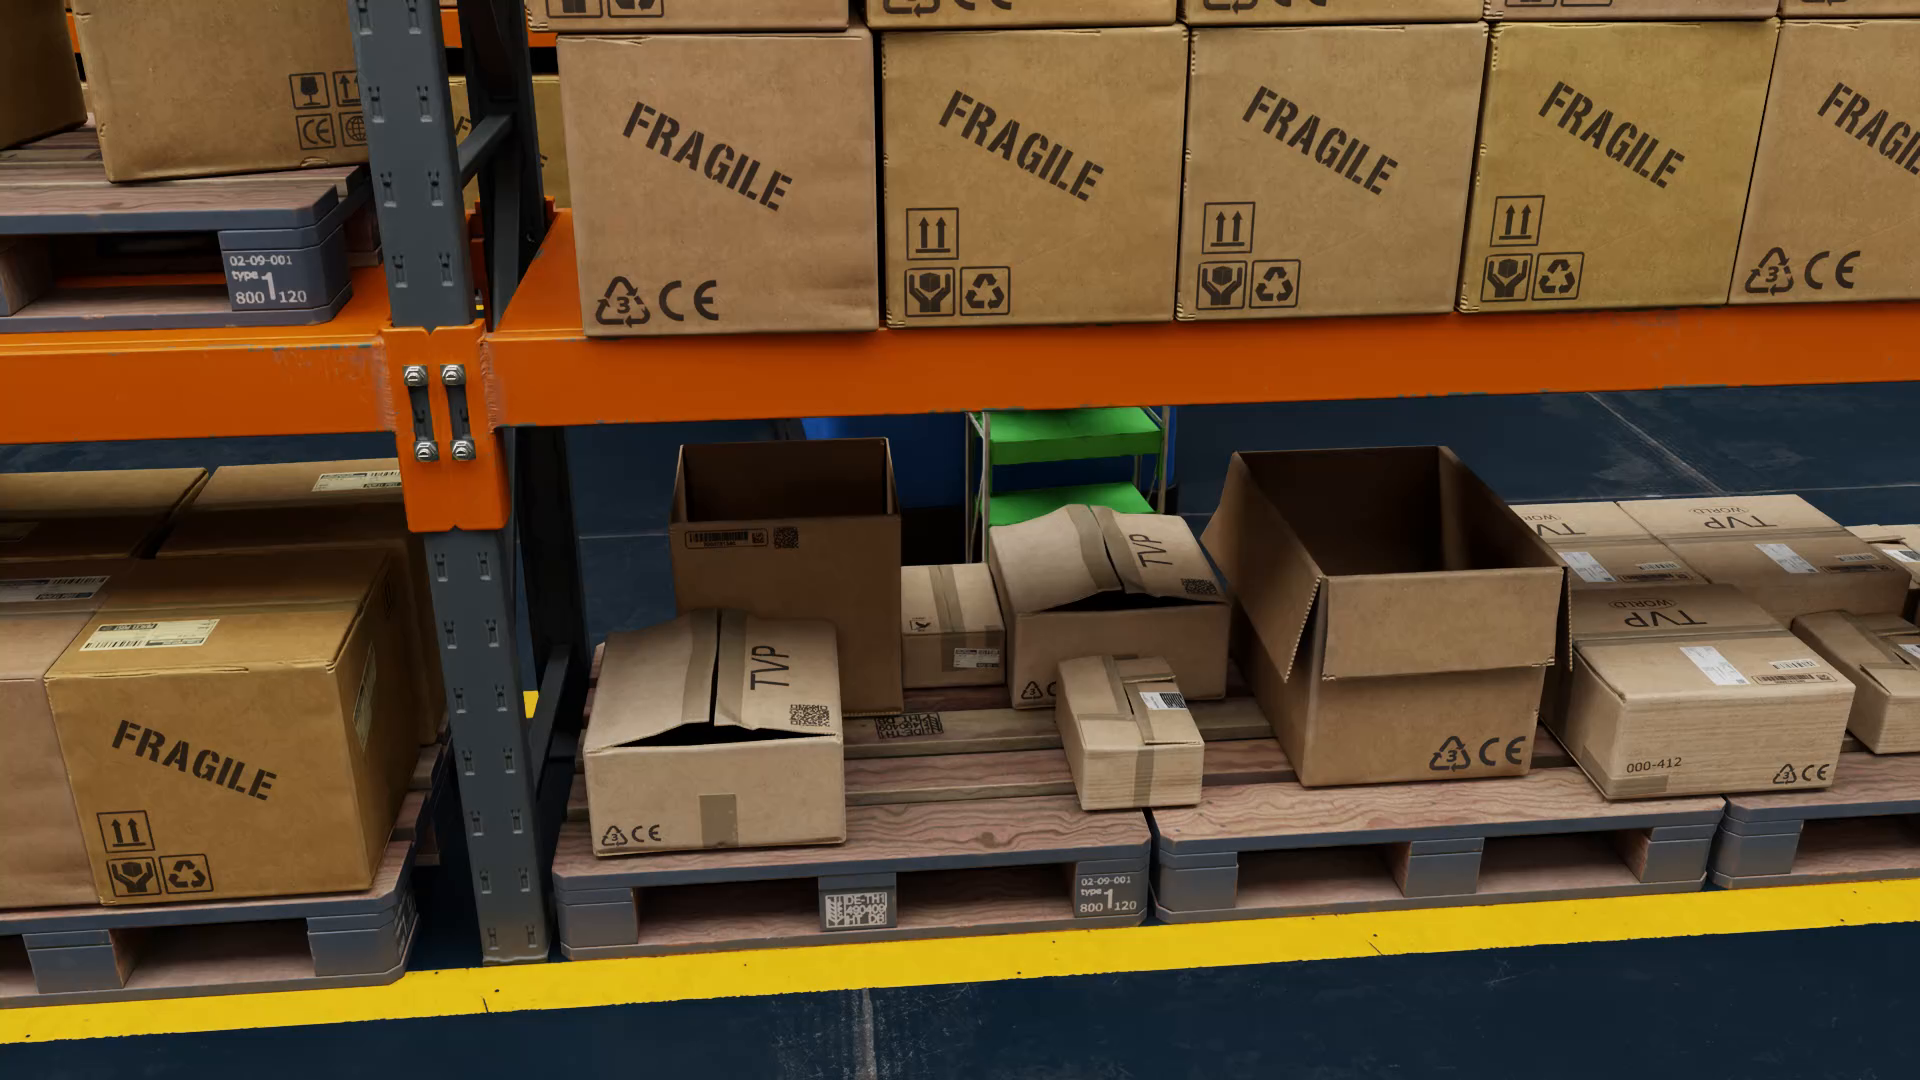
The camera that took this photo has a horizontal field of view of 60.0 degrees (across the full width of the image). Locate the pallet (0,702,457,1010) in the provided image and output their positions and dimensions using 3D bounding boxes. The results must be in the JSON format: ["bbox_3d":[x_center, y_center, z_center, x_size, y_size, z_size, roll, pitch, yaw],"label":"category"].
[{"bbox_3d":[-1.745,0.601,3.637,1.213,0.211,1.003,-2,24,-5],"label":"pallet"}]

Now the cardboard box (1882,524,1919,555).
[{"bbox_3d":[2.590,0.099,4.302,0.250,0.149,0.380,-2,24,-5],"label":"cardboard box"}]

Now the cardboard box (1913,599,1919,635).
[{"bbox_3d":[2.524,0.182,3.683,0.500,0.500,0.500,-2,24,-5],"label":"cardboard box"}]

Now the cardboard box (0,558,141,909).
[{"bbox_3d":[-1.895,0.372,3.255,0.500,0.500,0.500,-2,24,-5],"label":"cardboard box"}]

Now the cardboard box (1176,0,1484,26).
[{"bbox_3d":[0.582,-1.169,2.834,0.500,0.500,0.500,-3,24,-7],"label":"cardboard box"}]

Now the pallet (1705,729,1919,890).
[{"bbox_3d":[2.172,0.429,4.025,1.213,0.211,1.003,-2,24,-5],"label":"pallet"}]

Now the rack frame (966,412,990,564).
[{"bbox_3d":[0.047,-0.300,4.447,0.015,1.200,0.240,-5,24,-11],"label":"rack frame"}]

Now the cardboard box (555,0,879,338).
[{"bbox_3d":[-0.406,-0.677,2.956,0.500,0.500,0.500,-2,24,-4],"label":"cardboard box"}]

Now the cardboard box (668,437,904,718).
[{"bbox_3d":[-0.401,0.083,3.906,0.500,0.500,0.500,-2,24,-5],"label":"cardboard box"}]

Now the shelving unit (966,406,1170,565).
[{"bbox_3d":[0.286,-0.320,4.493,0.503,1.200,0.258,-5,24,-11],"label":"shelving unit"}]

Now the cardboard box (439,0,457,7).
[{"bbox_3d":[-2.250,-2.477,7.415,0.250,0.149,0.380,-2,24,-3],"label":"cardboard box"}]

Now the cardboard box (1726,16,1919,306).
[{"bbox_3d":[1.609,-0.758,3.140,0.500,0.500,0.500,-2,24,-5],"label":"cardboard box"}]

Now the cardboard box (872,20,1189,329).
[{"bbox_3d":[0.104,-0.698,3.005,0.500,0.500,0.500,-2,24,-4],"label":"cardboard box"}]

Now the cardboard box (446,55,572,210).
[{"bbox_3d":[-2.064,-1.854,7.857,0.750,0.750,0.750,-2,24,-5],"label":"cardboard box"}]

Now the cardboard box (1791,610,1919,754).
[{"bbox_3d":[2.112,0.314,3.796,0.250,0.166,0.380,-2,24,-5],"label":"cardboard box"}]

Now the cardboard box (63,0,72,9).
[{"bbox_3d":[-3.783,-2.440,7.330,0.250,0.149,0.380,-2,24,-4],"label":"cardboard box"}]

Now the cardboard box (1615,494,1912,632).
[{"bbox_3d":[1.974,0.102,4.171,0.500,0.250,0.500,-2,24,-5],"label":"cardboard box"}]

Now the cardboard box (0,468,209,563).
[{"bbox_3d":[-1.975,0.167,3.717,0.500,0.500,0.500,-2,24,-4],"label":"cardboard box"}]

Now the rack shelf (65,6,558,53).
[{"bbox_3d":[-3.421,-2.314,7.649,4.000,0.370,1.077,-2,24,-5],"label":"rack shelf"}]

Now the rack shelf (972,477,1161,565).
[{"bbox_3d":[0.286,-0.042,4.616,0.480,0.148,0.258,-5,24,-11],"label":"rack shelf"}]

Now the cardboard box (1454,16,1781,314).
[{"bbox_3d":[1.108,-0.738,3.095,0.500,0.500,0.500,-3,24,-6],"label":"cardboard box"}]

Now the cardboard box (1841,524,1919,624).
[{"bbox_3d":[2.342,0.101,4.276,0.250,0.166,0.380,-2,24,-5],"label":"cardboard box"}]

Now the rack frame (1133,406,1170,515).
[{"bbox_3d":[0.525,-0.340,4.538,0.015,1.200,0.240,-5,24,-11],"label":"rack frame"}]

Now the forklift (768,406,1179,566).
[{"bbox_3d":[-0.148,-1.763,5.608,1.130,2.935,3.031,-5,24,-10],"label":"forklift"}]

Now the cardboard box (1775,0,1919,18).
[{"bbox_3d":[1.607,-1.211,2.927,0.500,0.500,0.500,-2,24,-4],"label":"cardboard box"}]

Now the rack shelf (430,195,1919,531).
[{"bbox_3d":[1.051,-0.472,3.504,4.000,0.370,1.077,-2,24,-5],"label":"rack shelf"}]

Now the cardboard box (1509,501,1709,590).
[{"bbox_3d":[1.477,0.122,4.126,0.500,0.250,0.500,-2,24,-5],"label":"cardboard box"}]

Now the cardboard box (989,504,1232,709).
[{"bbox_3d":[0.346,0.140,4.011,0.500,0.311,0.500,-2,24,-5],"label":"cardboard box"}]

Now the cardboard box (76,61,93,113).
[{"bbox_3d":[-3.794,-1.781,7.694,0.750,0.750,0.750,-2,24,-5],"label":"cardboard box"}]

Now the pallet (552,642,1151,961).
[{"bbox_3d":[-0.256,0.527,3.805,1.213,0.211,1.003,-2,24,-5],"label":"pallet"}]

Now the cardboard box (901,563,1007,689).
[{"bbox_3d":[-0.033,0.204,4.065,0.250,0.149,0.380,-2,24,-5],"label":"cardboard box"}]

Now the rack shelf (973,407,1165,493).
[{"bbox_3d":[0.286,-0.262,4.519,0.480,0.148,0.258,-5,24,-11],"label":"rack shelf"}]

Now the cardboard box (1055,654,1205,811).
[{"bbox_3d":[0.359,0.405,3.592,0.250,0.166,0.380,-2,24,-5],"label":"cardboard box"}]

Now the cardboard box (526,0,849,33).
[{"bbox_3d":[-0.443,-1.128,2.741,0.500,0.500,0.500,-2,24,-4],"label":"cardboard box"}]

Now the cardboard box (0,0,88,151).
[{"bbox_3d":[-2.111,-0.977,3.114,0.500,0.500,0.700,1,24,3],"label":"cardboard box"}]

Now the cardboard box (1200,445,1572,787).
[{"bbox_3d":[0.929,0.142,3.769,0.637,0.503,0.797,-2,24,-5],"label":"cardboard box"}]

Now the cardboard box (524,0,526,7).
[{"bbox_3d":[-1.988,-2.470,7.398,0.250,0.149,0.380,-2,24,-4],"label":"cardboard box"}]

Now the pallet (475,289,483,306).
[{"bbox_3d":[-2.191,-1.387,8.111,1.213,0.211,1.003,-2,24,-5],"label":"pallet"}]

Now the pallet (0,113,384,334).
[{"bbox_3d":[-1.746,-0.645,3.245,1.213,0.211,1.003,-2,24,-5],"label":"pallet"}]

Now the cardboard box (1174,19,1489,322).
[{"bbox_3d":[0.602,-0.717,3.048,0.500,0.500,0.500,-2,24,-5],"label":"cardboard box"}]

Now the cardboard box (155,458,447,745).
[{"bbox_3d":[-1.445,0.141,3.775,0.500,0.500,0.500,-3,24,-8],"label":"cardboard box"}]

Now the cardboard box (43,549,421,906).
[{"bbox_3d":[-1.403,0.356,3.292,0.500,0.500,0.500,-2,24,-5],"label":"cardboard box"}]

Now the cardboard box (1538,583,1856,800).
[{"bbox_3d":[1.576,0.322,3.676,0.500,0.250,0.500,-2,24,-5],"label":"cardboard box"}]

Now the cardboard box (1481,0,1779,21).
[{"bbox_3d":[1.096,-1.190,2.881,0.500,0.500,0.500,-2,24,-4],"label":"cardboard box"}]

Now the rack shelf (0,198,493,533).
[{"bbox_3d":[-2.930,-0.312,3.145,4.000,0.370,1.077,-2,24,-5],"label":"rack shelf"}]

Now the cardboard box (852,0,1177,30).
[{"bbox_3d":[0.070,-1.149,2.788,0.500,0.500,0.500,-3,24,-7],"label":"cardboard box"}]

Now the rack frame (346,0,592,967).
[{"bbox_3d":[-0.940,-0.721,3.178,0.127,3.000,1.000,-2,24,-5],"label":"rack frame"}]

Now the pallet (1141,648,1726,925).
[{"bbox_3d":[0.961,0.477,3.918,1.213,0.211,1.003,-2,24,-5],"label":"pallet"}]

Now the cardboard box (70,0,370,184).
[{"bbox_3d":[-1.433,-1.030,3.233,0.500,0.500,0.700,-11,26,-23],"label":"cardboard box"}]

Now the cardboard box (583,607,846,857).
[{"bbox_3d":[-0.501,0.378,3.476,0.500,0.311,0.500,-2,24,-5],"label":"cardboard box"}]
